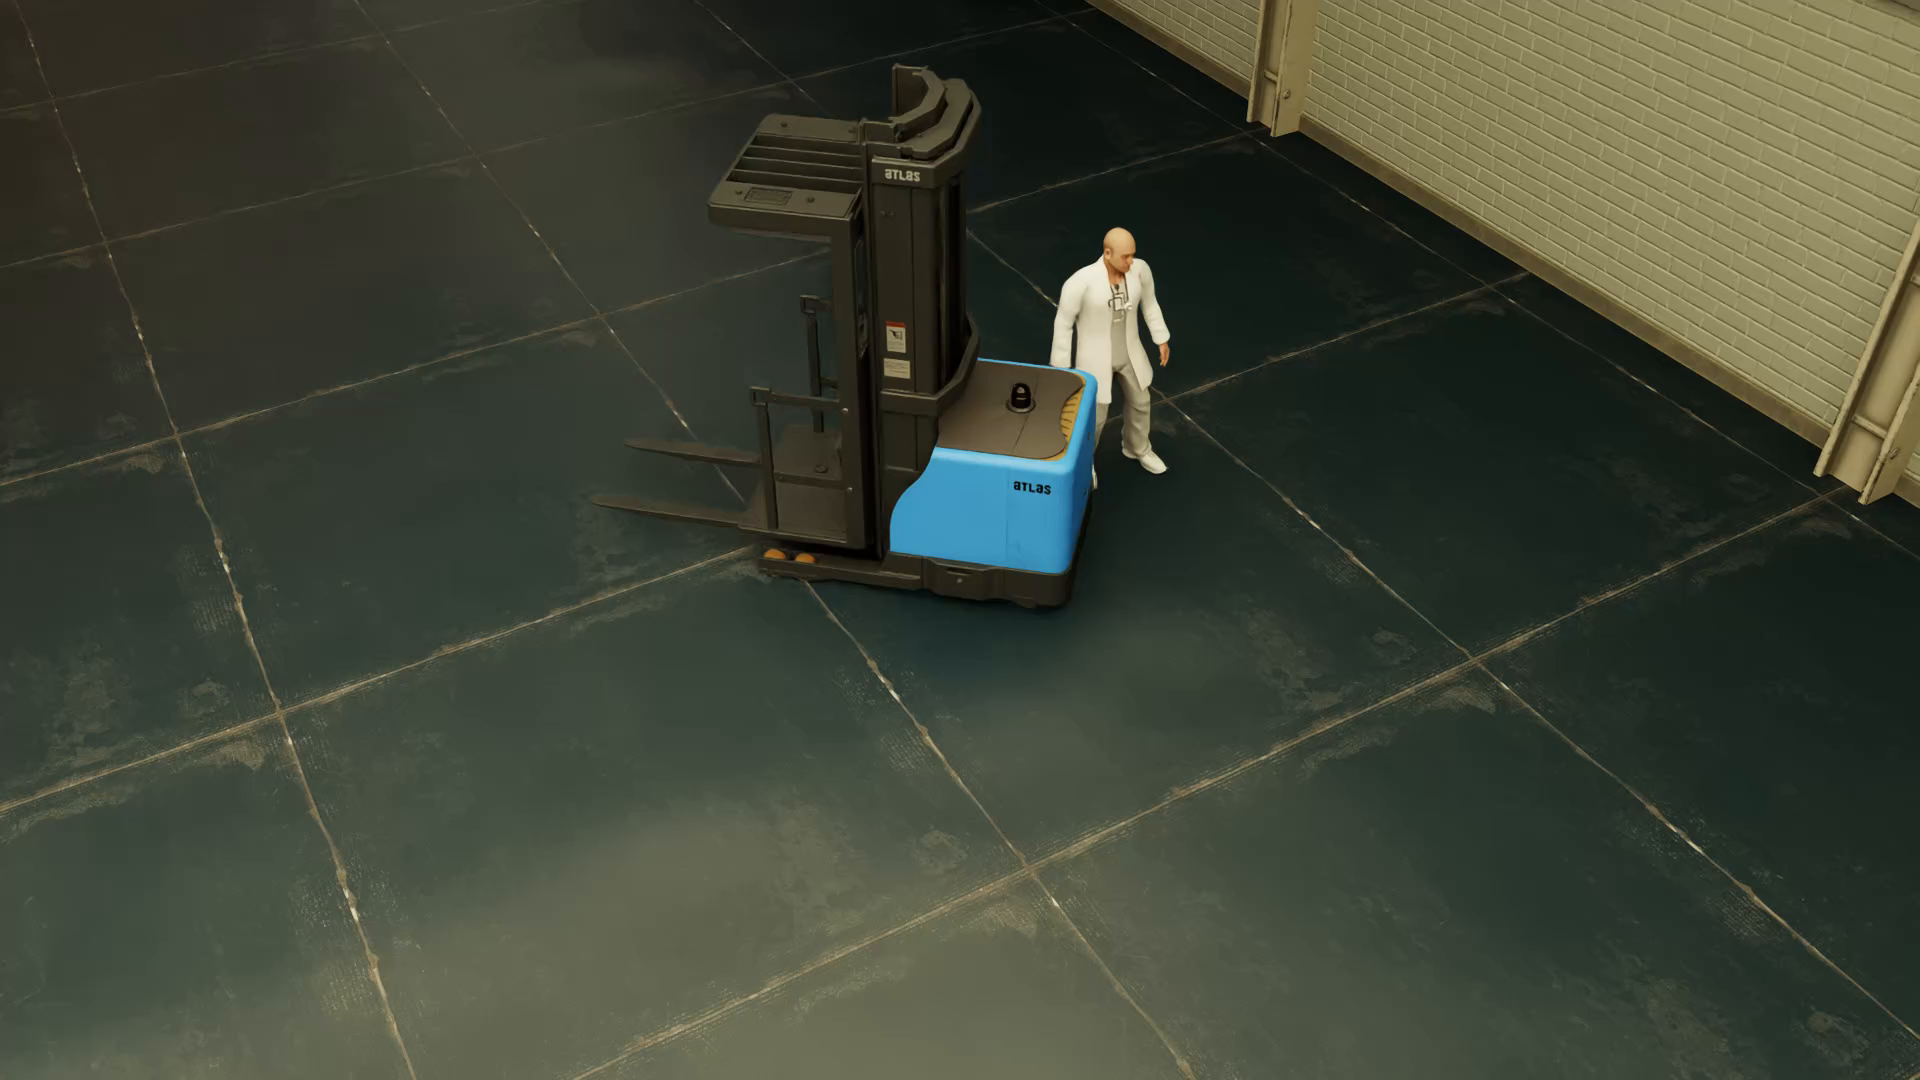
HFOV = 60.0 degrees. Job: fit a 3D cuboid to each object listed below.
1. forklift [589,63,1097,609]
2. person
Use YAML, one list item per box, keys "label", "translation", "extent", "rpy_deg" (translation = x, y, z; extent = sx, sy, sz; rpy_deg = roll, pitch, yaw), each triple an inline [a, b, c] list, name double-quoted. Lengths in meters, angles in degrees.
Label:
- label: "forklift"
  translation: [-0.745, -1.201, 9.484]
  extent: [3.031, 2.935, 1.130]
  rpy_deg: [8, 40, 9]
- label: "person"
  translation: [0.956, -1.122, 10.306]
  extent: [0.789, 1.763, 0.418]
  rpy_deg: [-18, 43, -21]
